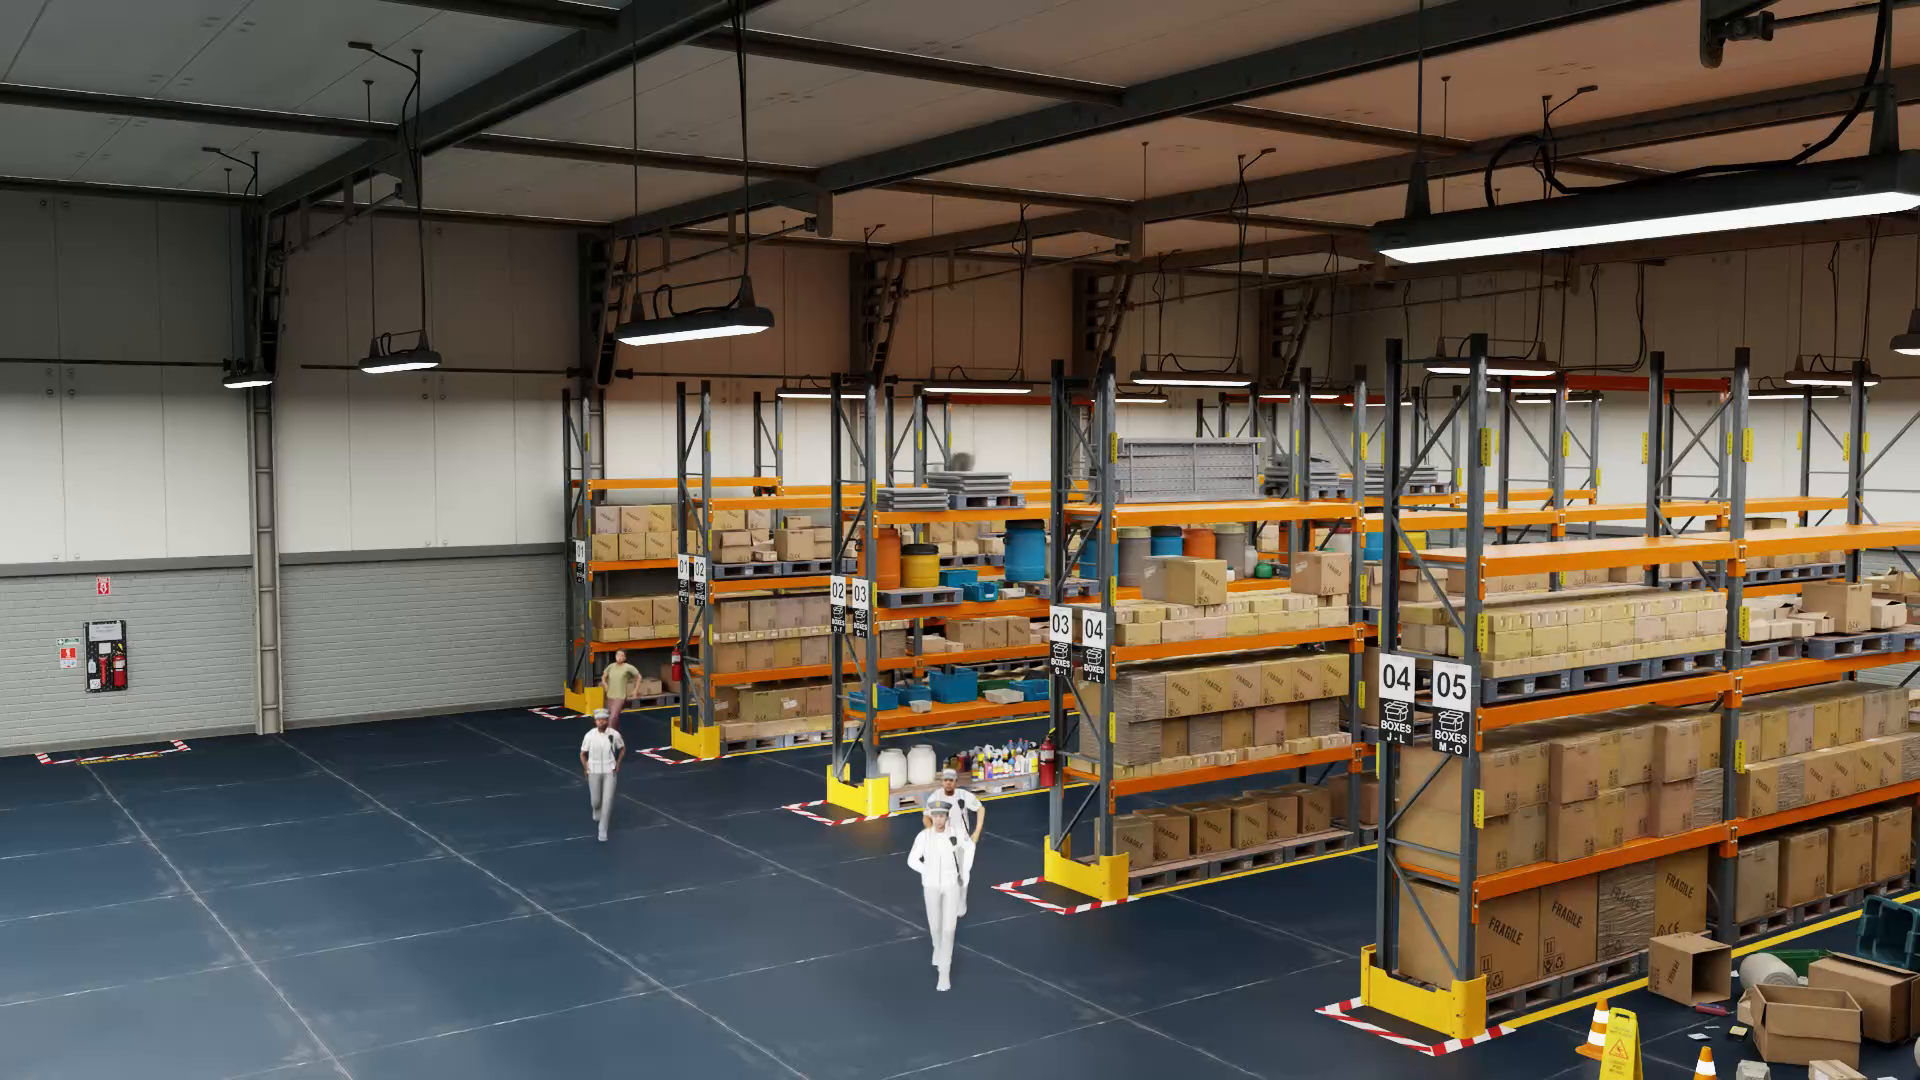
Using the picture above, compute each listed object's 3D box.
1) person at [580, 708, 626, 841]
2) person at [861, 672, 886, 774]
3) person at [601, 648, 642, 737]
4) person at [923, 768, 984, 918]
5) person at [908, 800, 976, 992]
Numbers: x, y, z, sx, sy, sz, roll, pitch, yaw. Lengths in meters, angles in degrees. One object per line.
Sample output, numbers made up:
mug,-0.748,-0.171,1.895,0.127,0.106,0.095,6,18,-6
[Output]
person,-4.584,2.983,21.370,0.584,1.662,0.668,-1,4,-11
person,-1.335,2.738,25.204,0.593,1.618,0.554,3,5,43
person,-5.552,2.590,27.061,0.633,1.693,0.803,1,4,18
person,-0.084,3.218,17.567,0.639,1.630,0.602,0,4,8
person,-0.179,3.310,15.754,0.616,1.743,0.827,0,4,6
